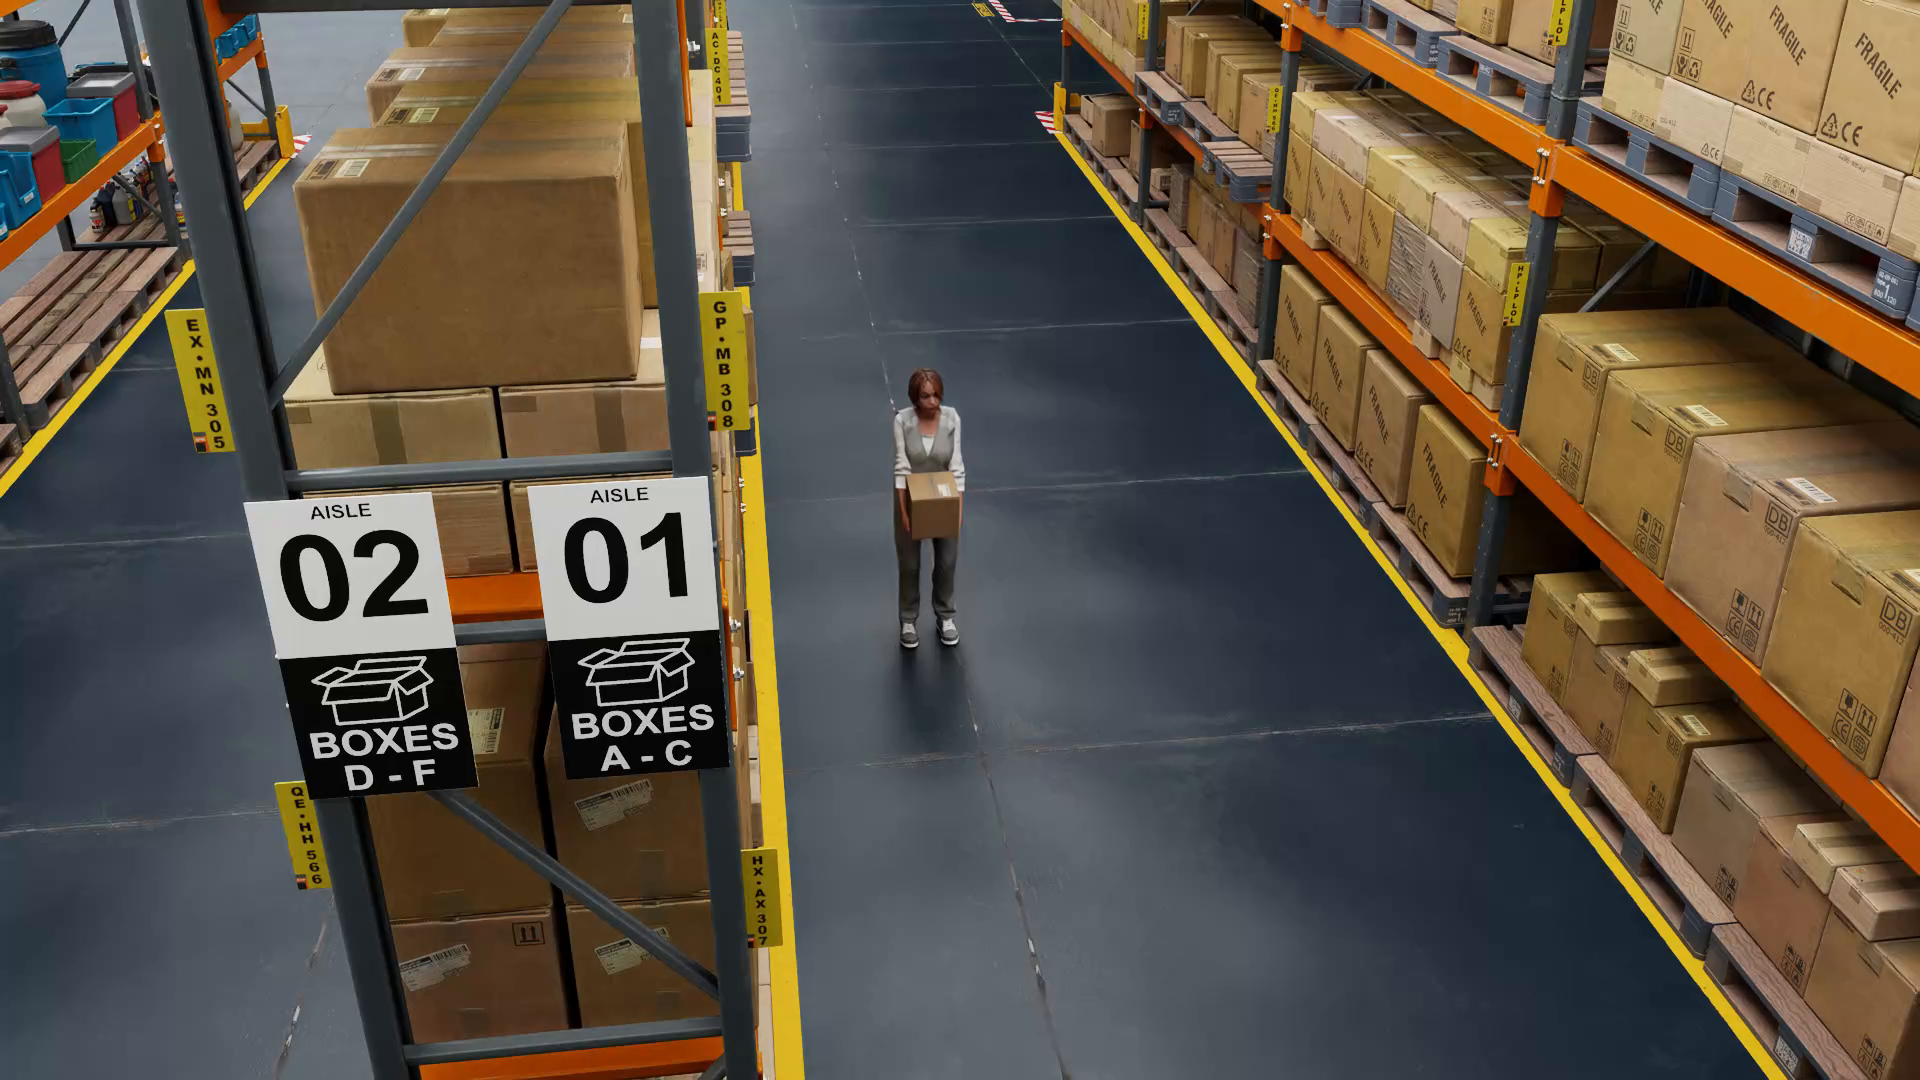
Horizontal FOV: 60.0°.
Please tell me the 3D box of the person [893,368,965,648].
[{"bbox_3d":[-0.166,-0.132,8.904,0.375,1.584,0.499,-4,28,-8],"label":"person"}]
